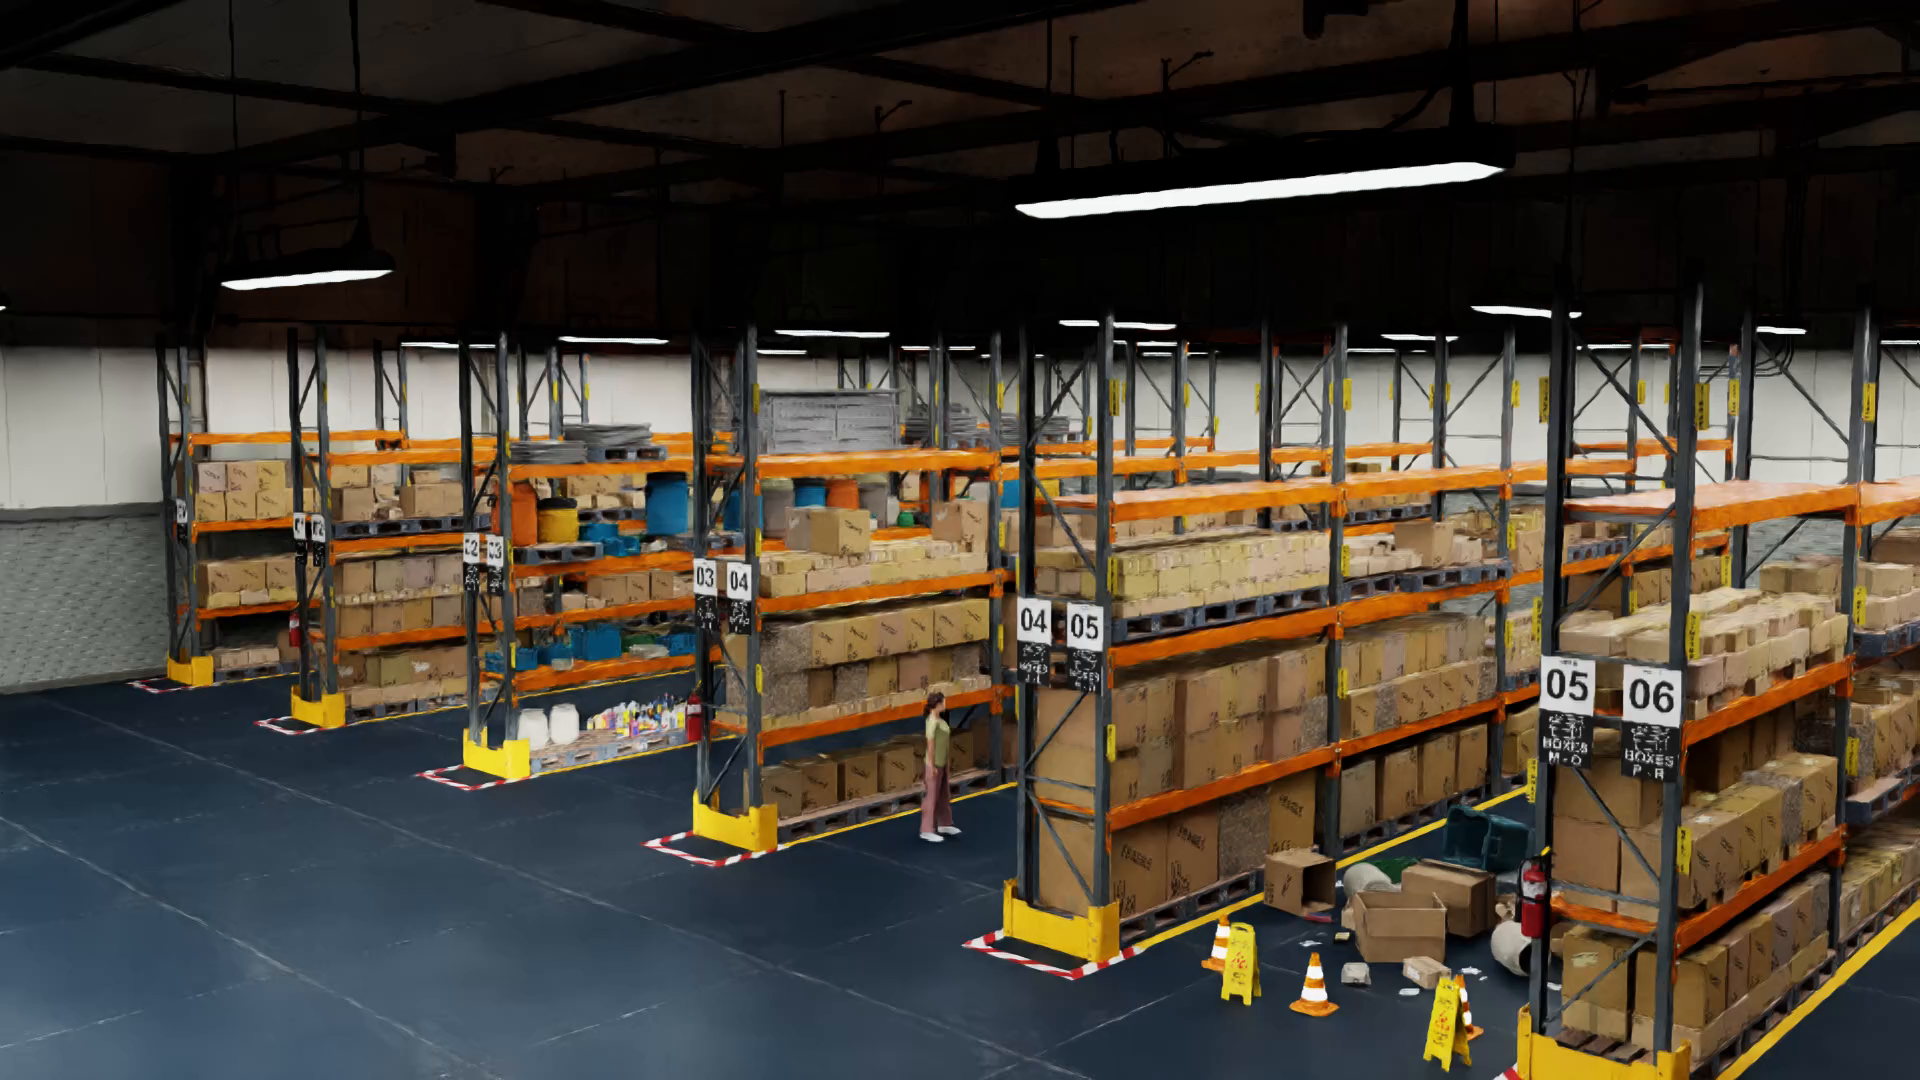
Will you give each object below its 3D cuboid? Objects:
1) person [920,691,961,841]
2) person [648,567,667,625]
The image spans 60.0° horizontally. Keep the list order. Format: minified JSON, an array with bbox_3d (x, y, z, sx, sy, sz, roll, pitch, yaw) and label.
[{"bbox_3d":[-0.222,2.547,18.876,0.440,1.675,0.498,1,5,11],"label":"person"},{"bbox_3d":[-5.998,1.287,33.201,0.566,1.541,0.519,4,7,40],"label":"person"}]
